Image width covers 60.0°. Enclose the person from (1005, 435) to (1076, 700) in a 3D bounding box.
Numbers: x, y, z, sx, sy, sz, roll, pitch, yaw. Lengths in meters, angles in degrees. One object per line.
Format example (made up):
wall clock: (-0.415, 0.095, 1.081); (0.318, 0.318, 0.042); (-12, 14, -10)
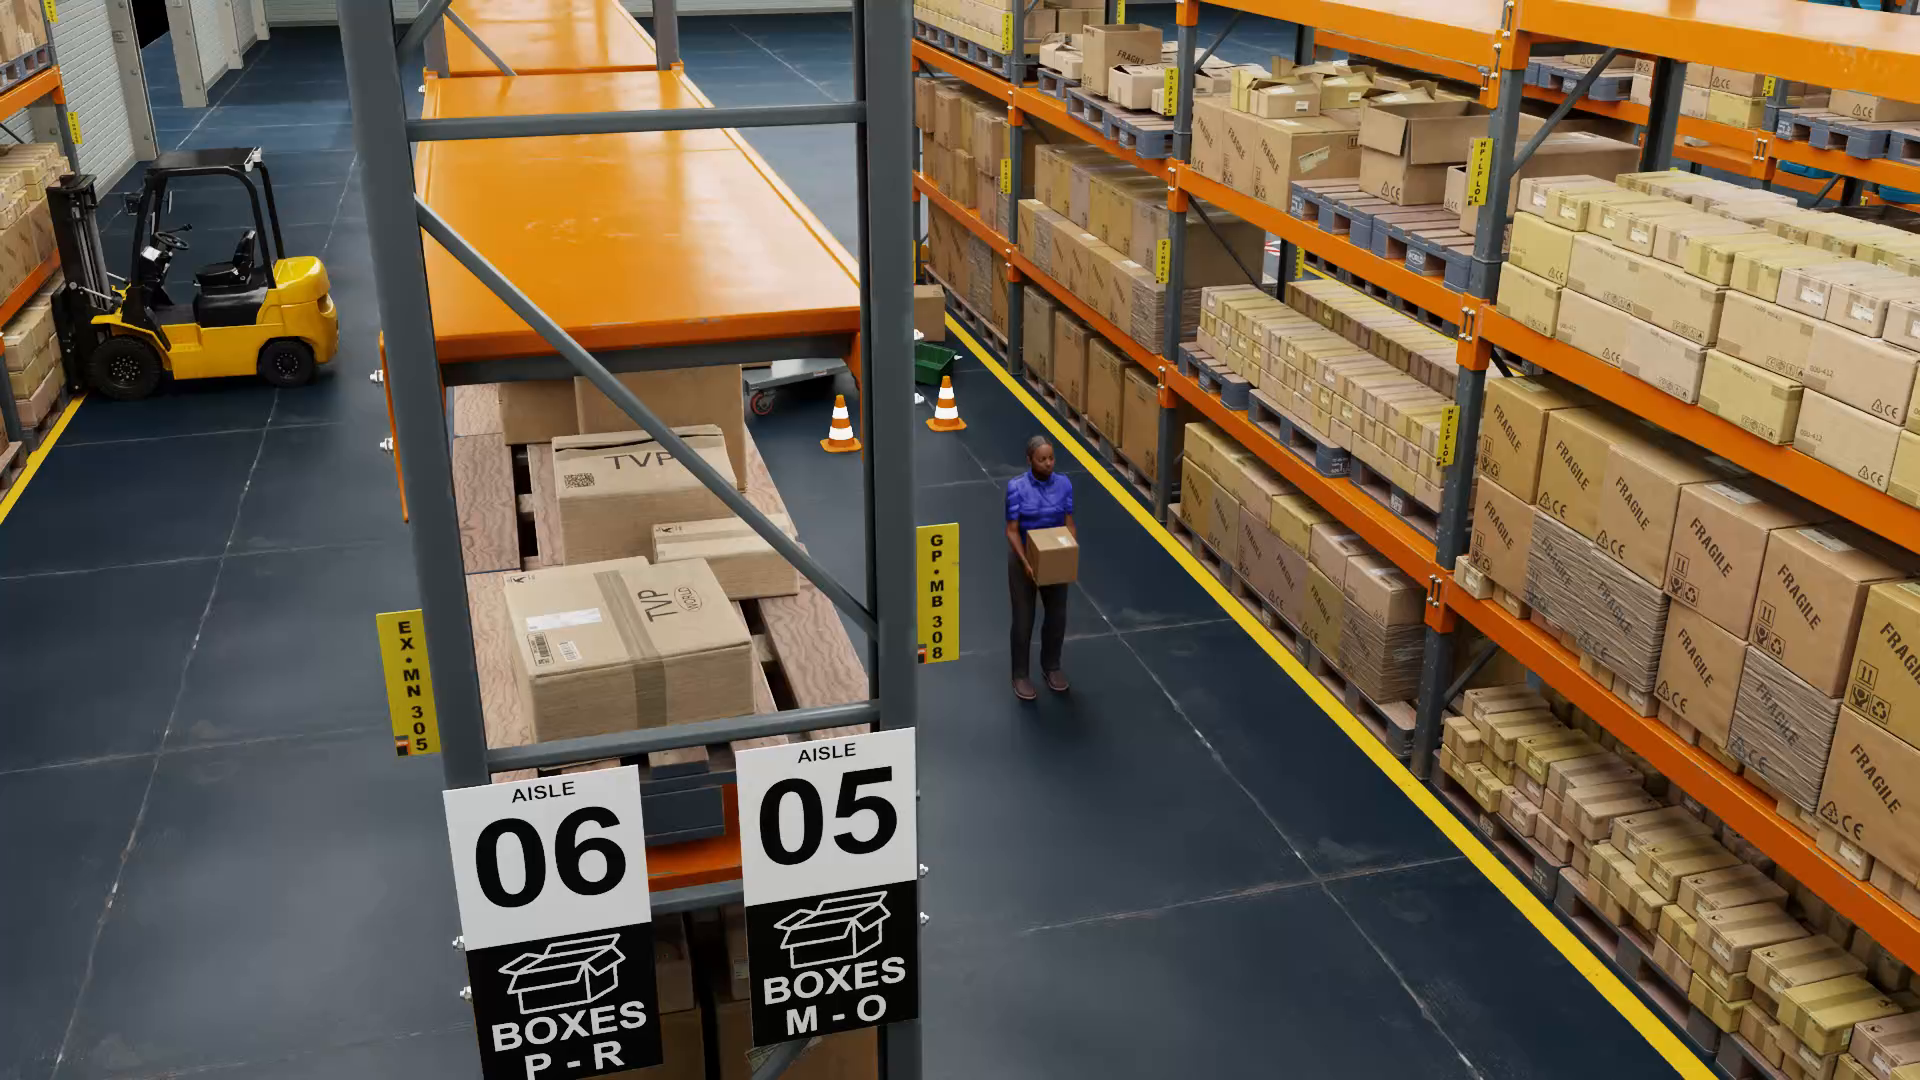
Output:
person: (0.505, 0.185, 10.225); (0.449, 1.655, 0.500); (-6, 24, -14)
